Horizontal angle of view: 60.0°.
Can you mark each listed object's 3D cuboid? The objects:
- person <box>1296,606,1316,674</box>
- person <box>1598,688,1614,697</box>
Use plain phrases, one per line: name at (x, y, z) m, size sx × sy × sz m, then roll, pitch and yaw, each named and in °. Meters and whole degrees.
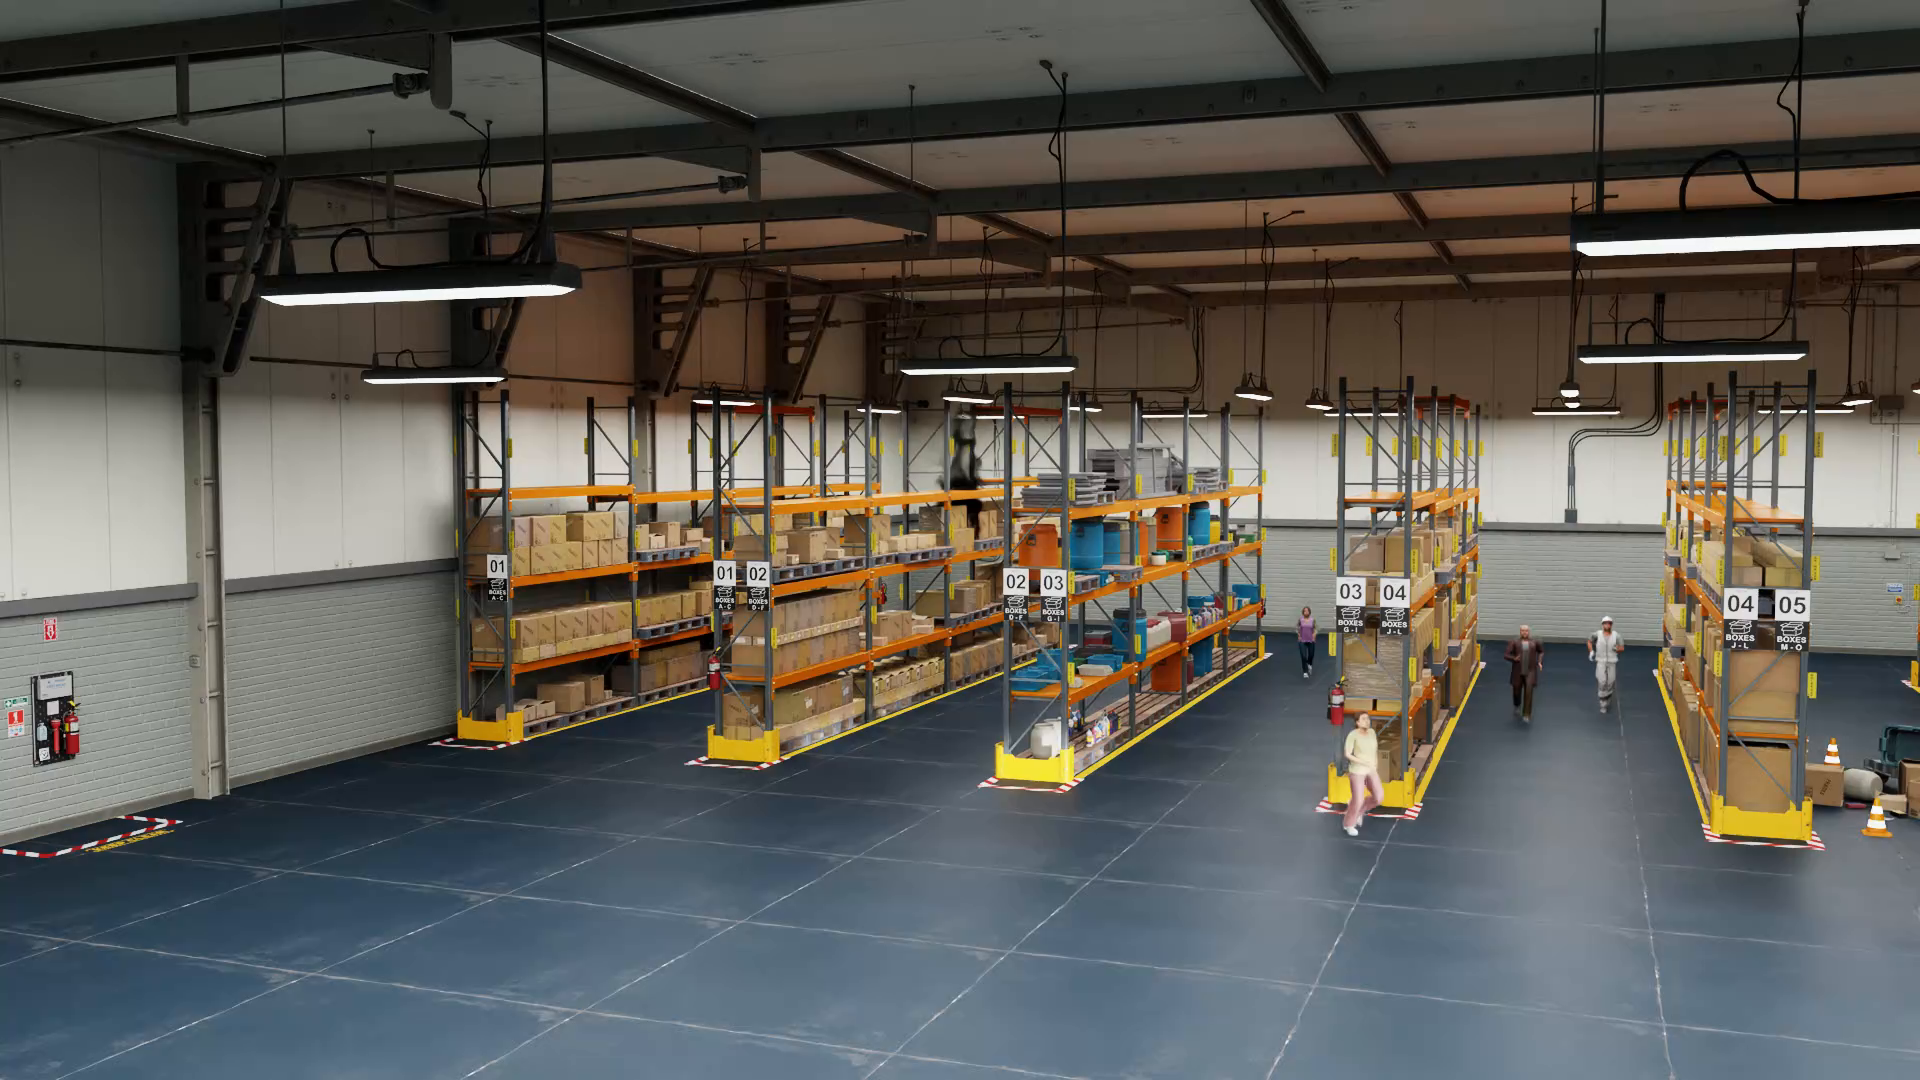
person at (7.551, 2.191, 36.274) m, size 0.494 × 1.480 × 0.522 m, roll 1°, pitch 3°, yaw 10°
person at (12.291, 2.866, 31.636) m, size 0.305 × 0.182 × 0.509 m, roll 1°, pitch 3°, yaw 16°
